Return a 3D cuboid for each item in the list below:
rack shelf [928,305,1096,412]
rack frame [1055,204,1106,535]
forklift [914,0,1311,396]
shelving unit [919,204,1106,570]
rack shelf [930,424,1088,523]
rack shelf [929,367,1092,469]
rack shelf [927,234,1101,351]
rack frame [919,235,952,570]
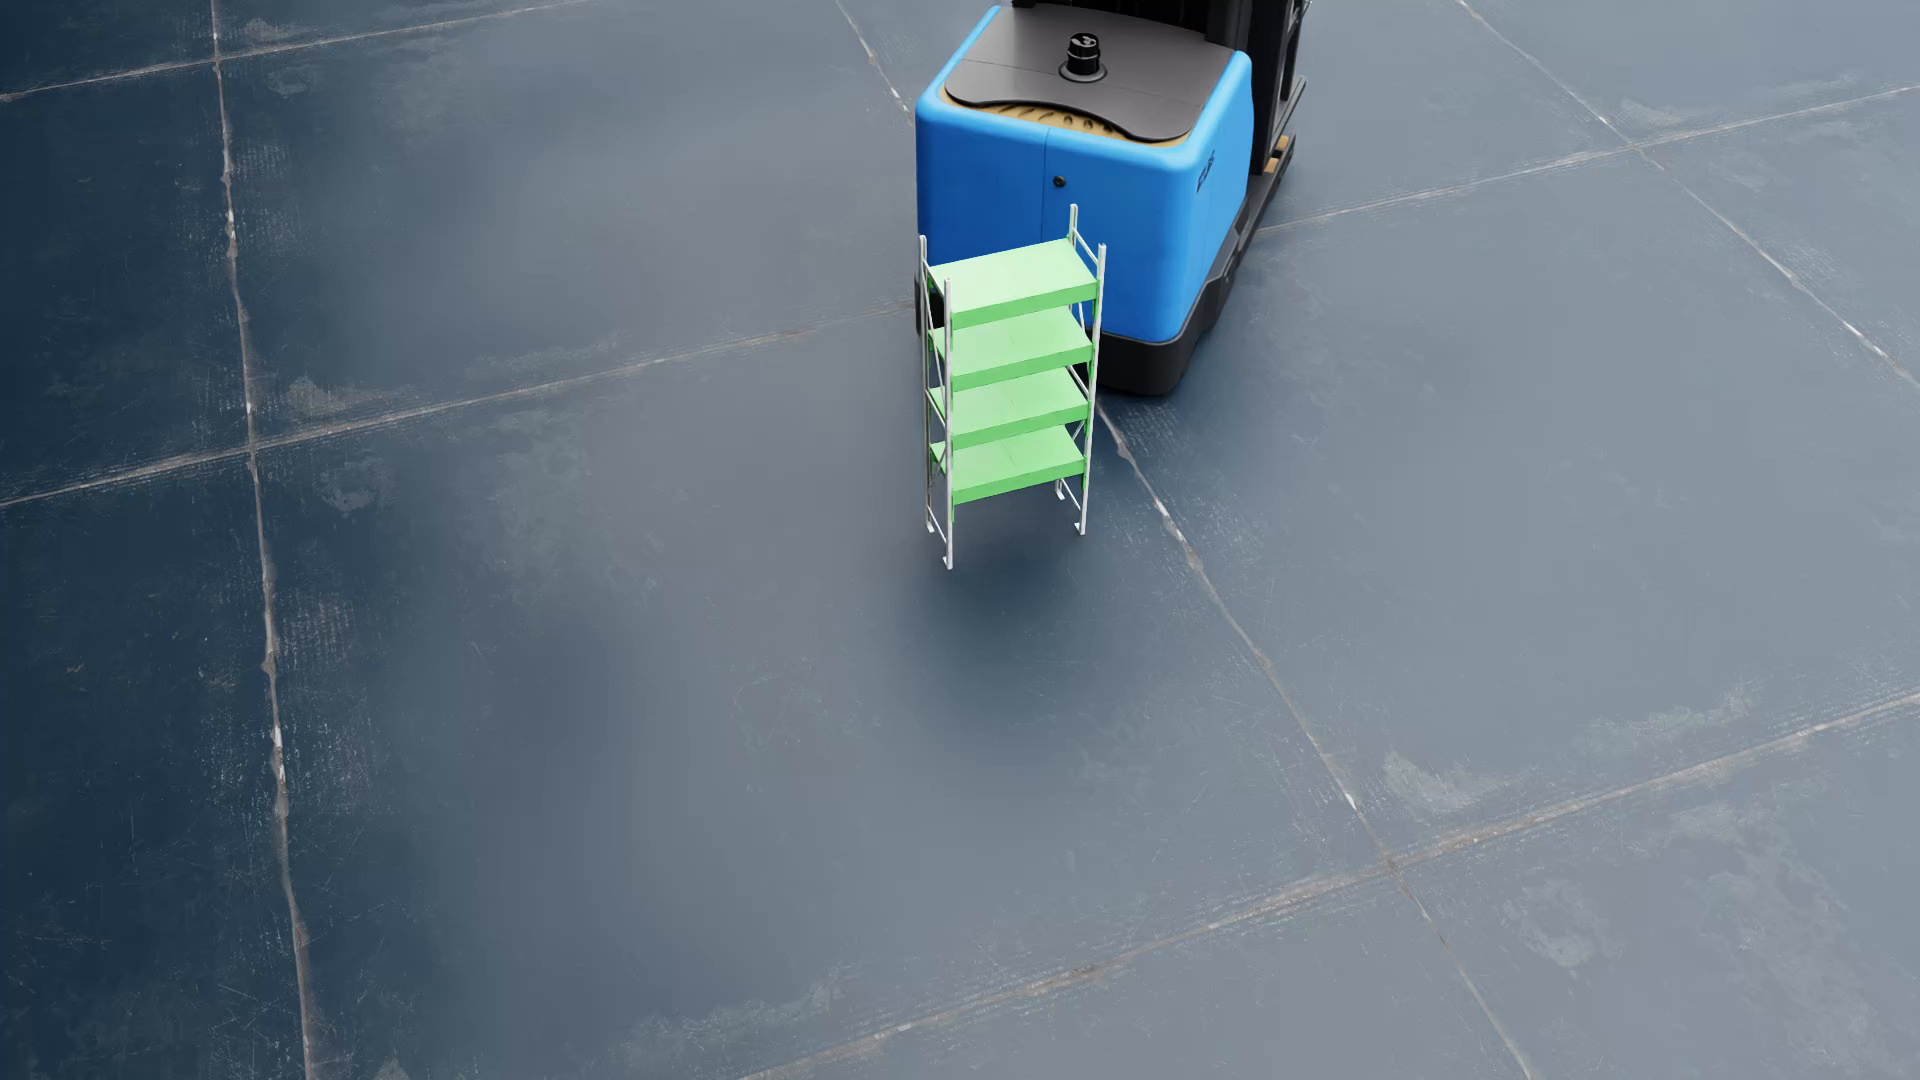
[{"bbox_3d":[0.156,-0.588,5.240,0.480,0.148,0.258,-14,47,-14],"label":"rack shelf"},{"bbox_3d":[0.385,-0.522,5.423,0.015,1.200,0.240,-14,47,-14],"label":"rack frame"},{"bbox_3d":[0.838,-2.632,6.304,1.130,2.935,3.031,16,47,15],"label":"forklift"},{"bbox_3d":[0.156,-0.463,5.365,0.503,1.200,0.258,-14,47,-14],"label":"shelving unit"},{"bbox_3d":[0.156,-0.249,5.580,0.480,0.148,0.258,-14,47,-14],"label":"rack shelf"},{"bbox_3d":[0.156,-0.418,5.410,0.480,0.148,0.258,-14,47,-14],"label":"rack shelf"},{"bbox_3d":[0.156,-0.757,5.070,0.480,0.148,0.258,-14,47,-14],"label":"rack shelf"},{"bbox_3d":[-0.074,-0.405,5.306,0.015,1.200,0.240,-14,47,-14],"label":"rack frame"}]
